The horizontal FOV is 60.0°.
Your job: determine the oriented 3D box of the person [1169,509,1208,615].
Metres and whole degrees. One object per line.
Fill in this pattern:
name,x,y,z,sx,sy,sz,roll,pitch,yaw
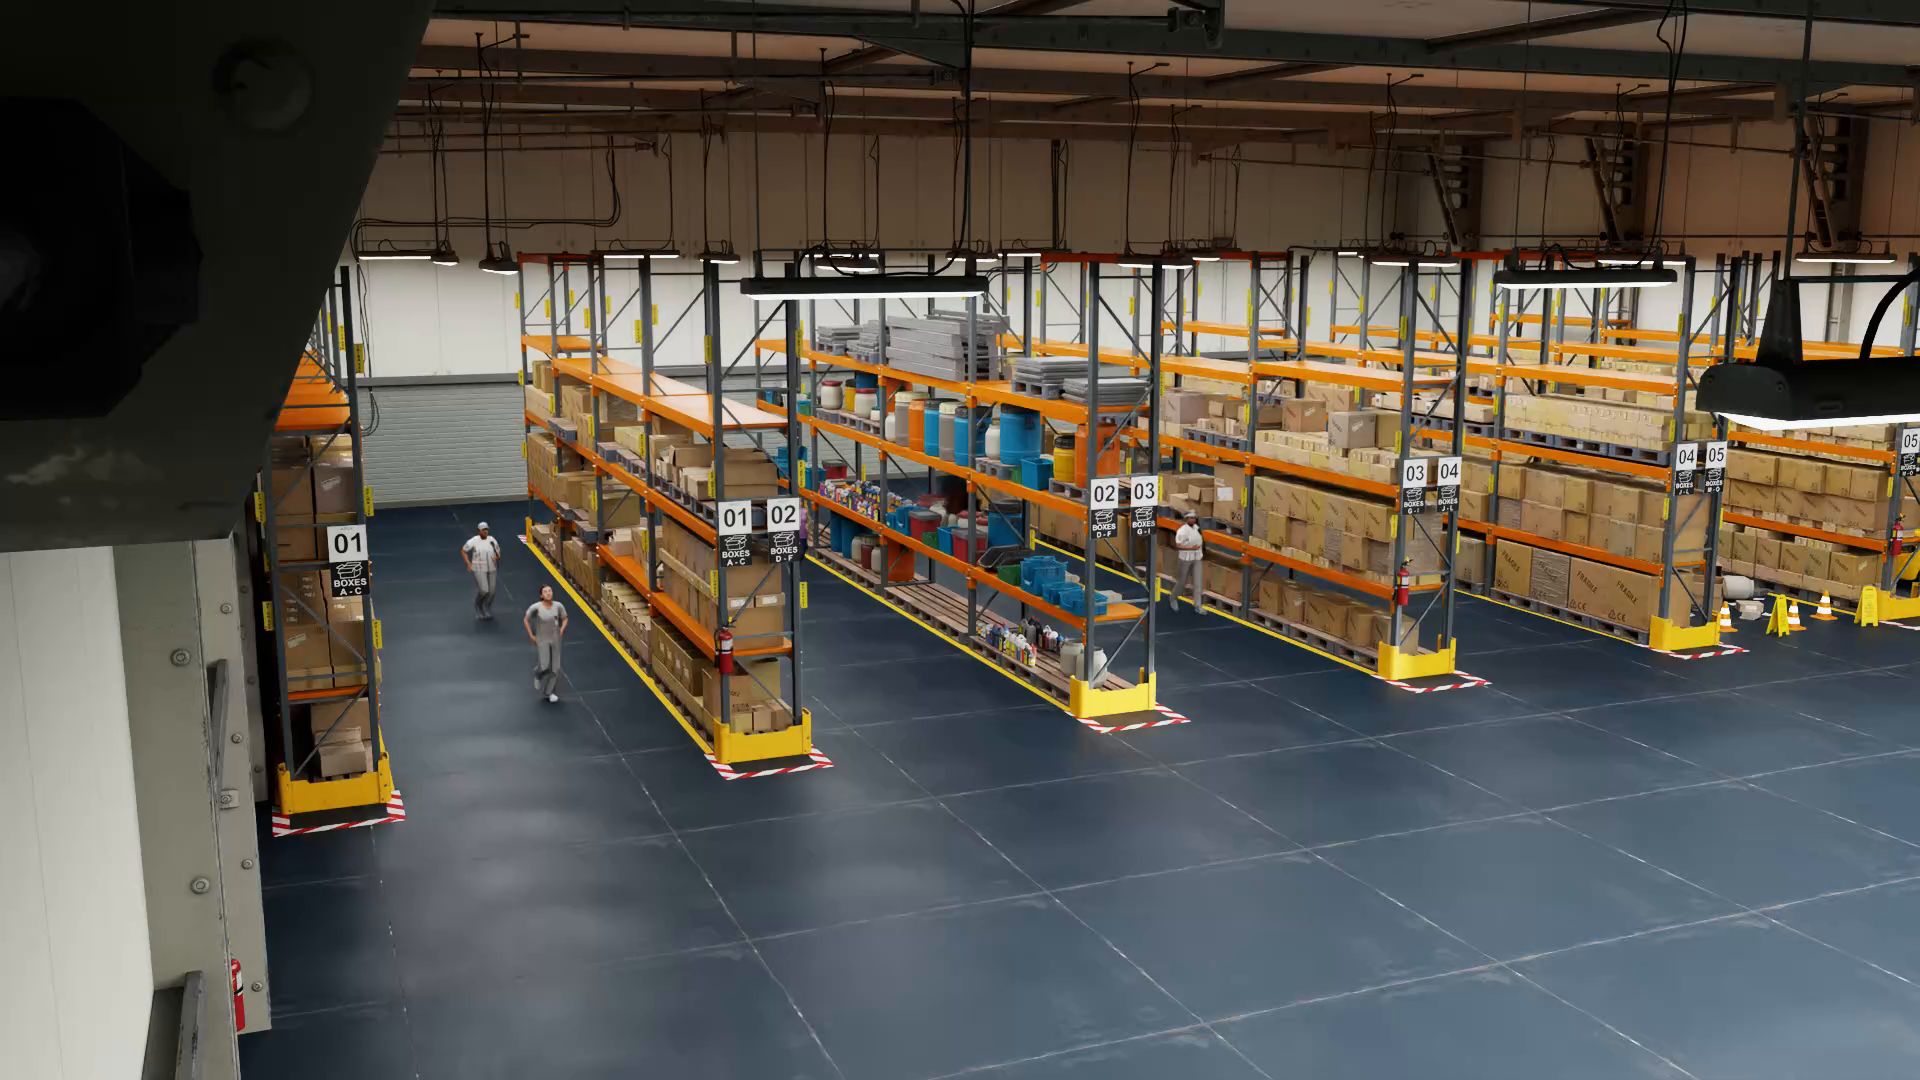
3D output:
person,3.730,0.341,26.909,0.587,1.715,0.838,-6,12,-28

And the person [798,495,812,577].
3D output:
person,-2.987,-0.022,30.715,0.510,1.607,0.676,-6,12,-28

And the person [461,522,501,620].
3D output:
person,-7.886,0.517,27.605,0.585,1.632,0.629,-8,13,-38

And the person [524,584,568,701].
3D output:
person,-5.664,1.404,22.869,0.593,1.632,0.576,-5,12,-26
